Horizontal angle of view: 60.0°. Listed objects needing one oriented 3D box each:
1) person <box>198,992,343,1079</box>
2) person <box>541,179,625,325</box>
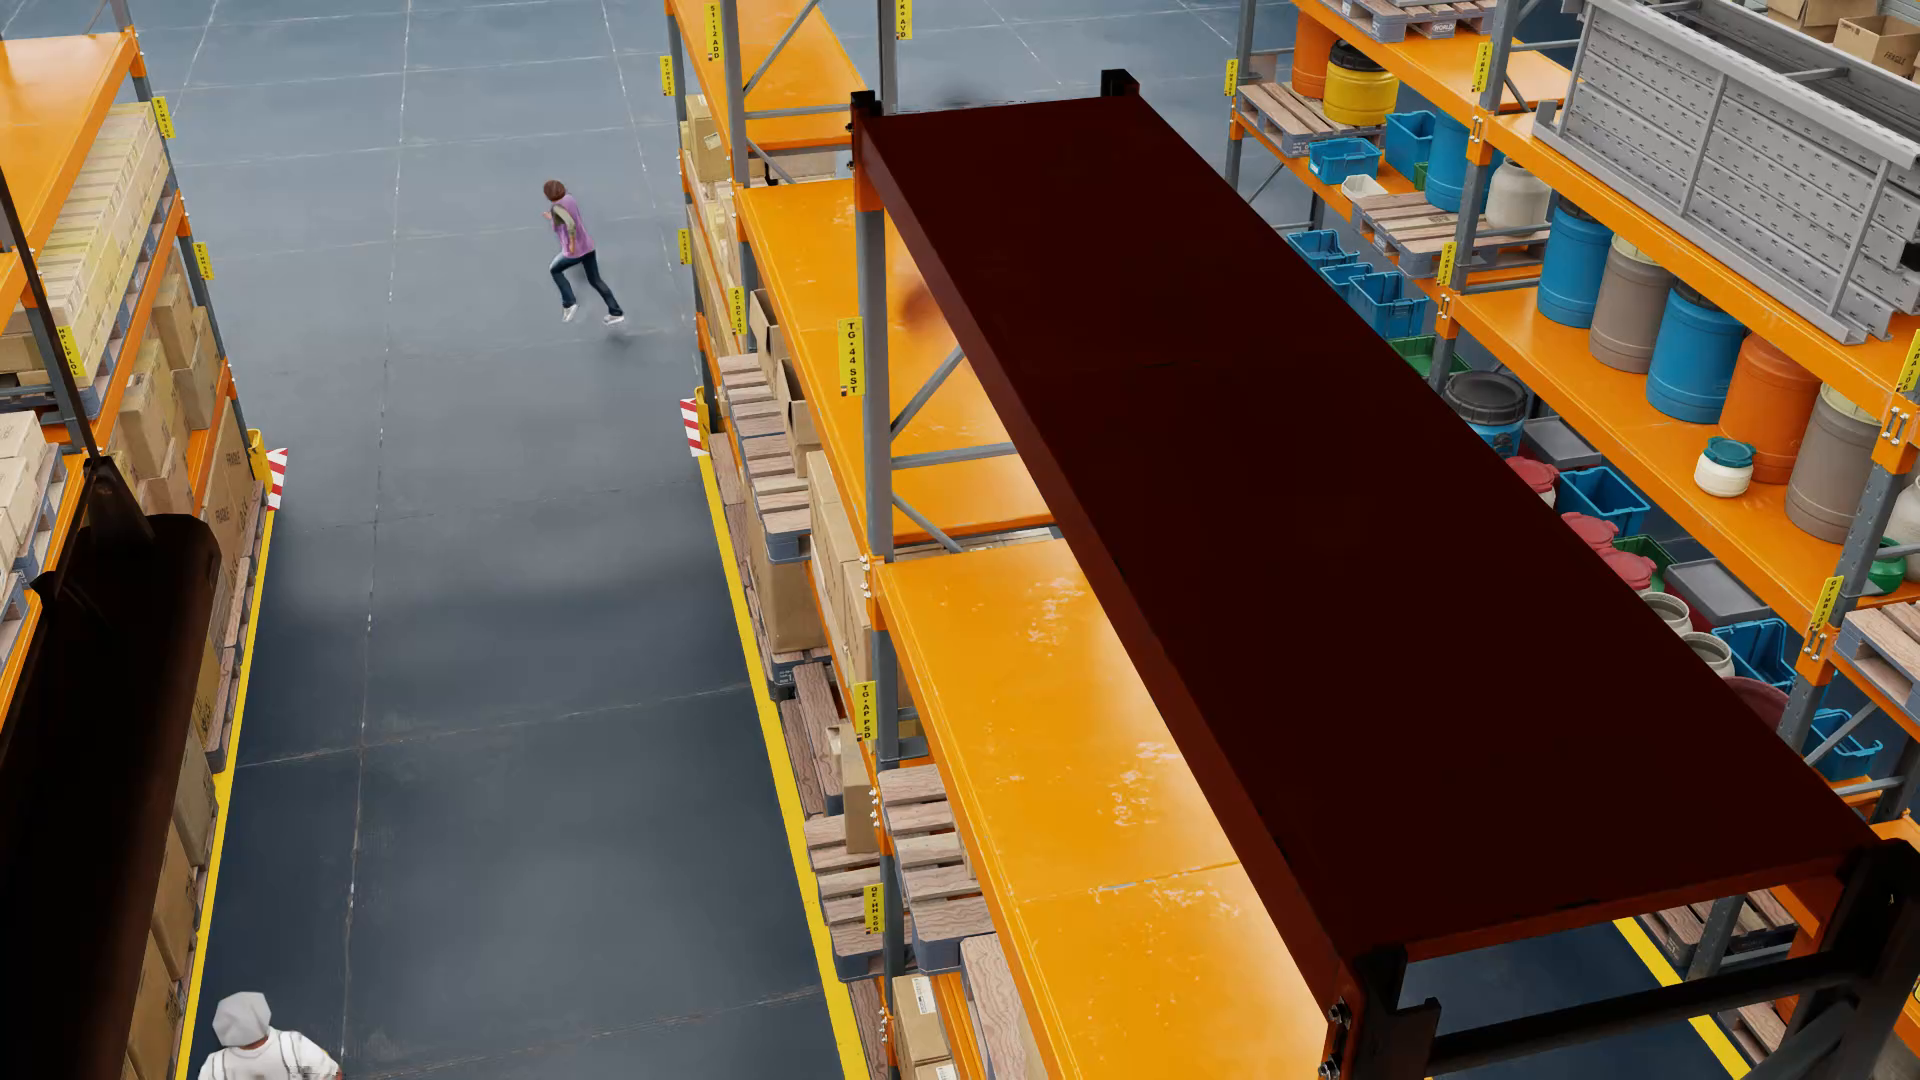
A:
[{"bbox_3d":[-3.262,2.784,8.001,0.674,1.785,0.721,-10,36,-14],"label":"person"},{"bbox_3d":[-3.861,-2.894,16.931,0.868,1.579,0.527,15,37,21],"label":"person"}]
